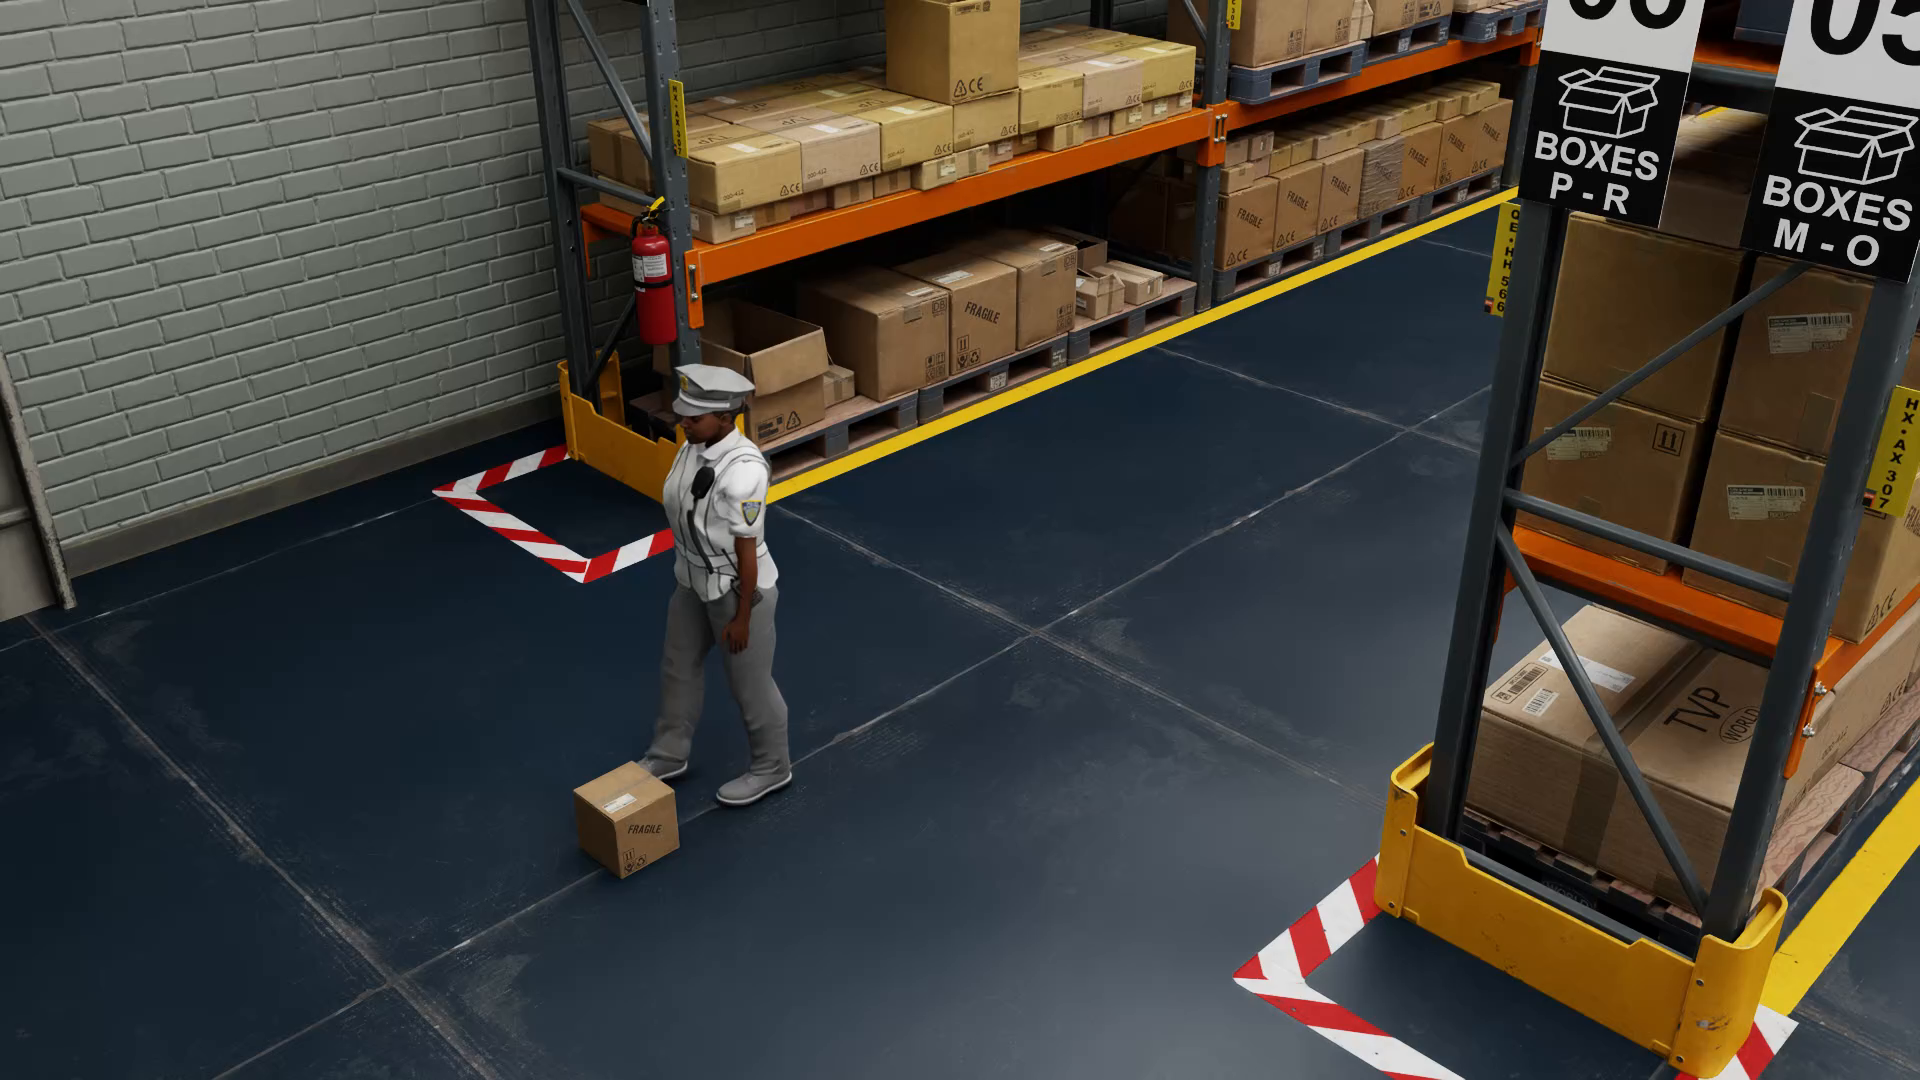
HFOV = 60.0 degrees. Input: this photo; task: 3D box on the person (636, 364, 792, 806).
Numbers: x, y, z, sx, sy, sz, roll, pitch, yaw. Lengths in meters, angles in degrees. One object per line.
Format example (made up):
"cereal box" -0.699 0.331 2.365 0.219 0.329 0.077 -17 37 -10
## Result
"person" -0.929 0.191 5.728 0.585 1.669 0.497 -20 34 -32
